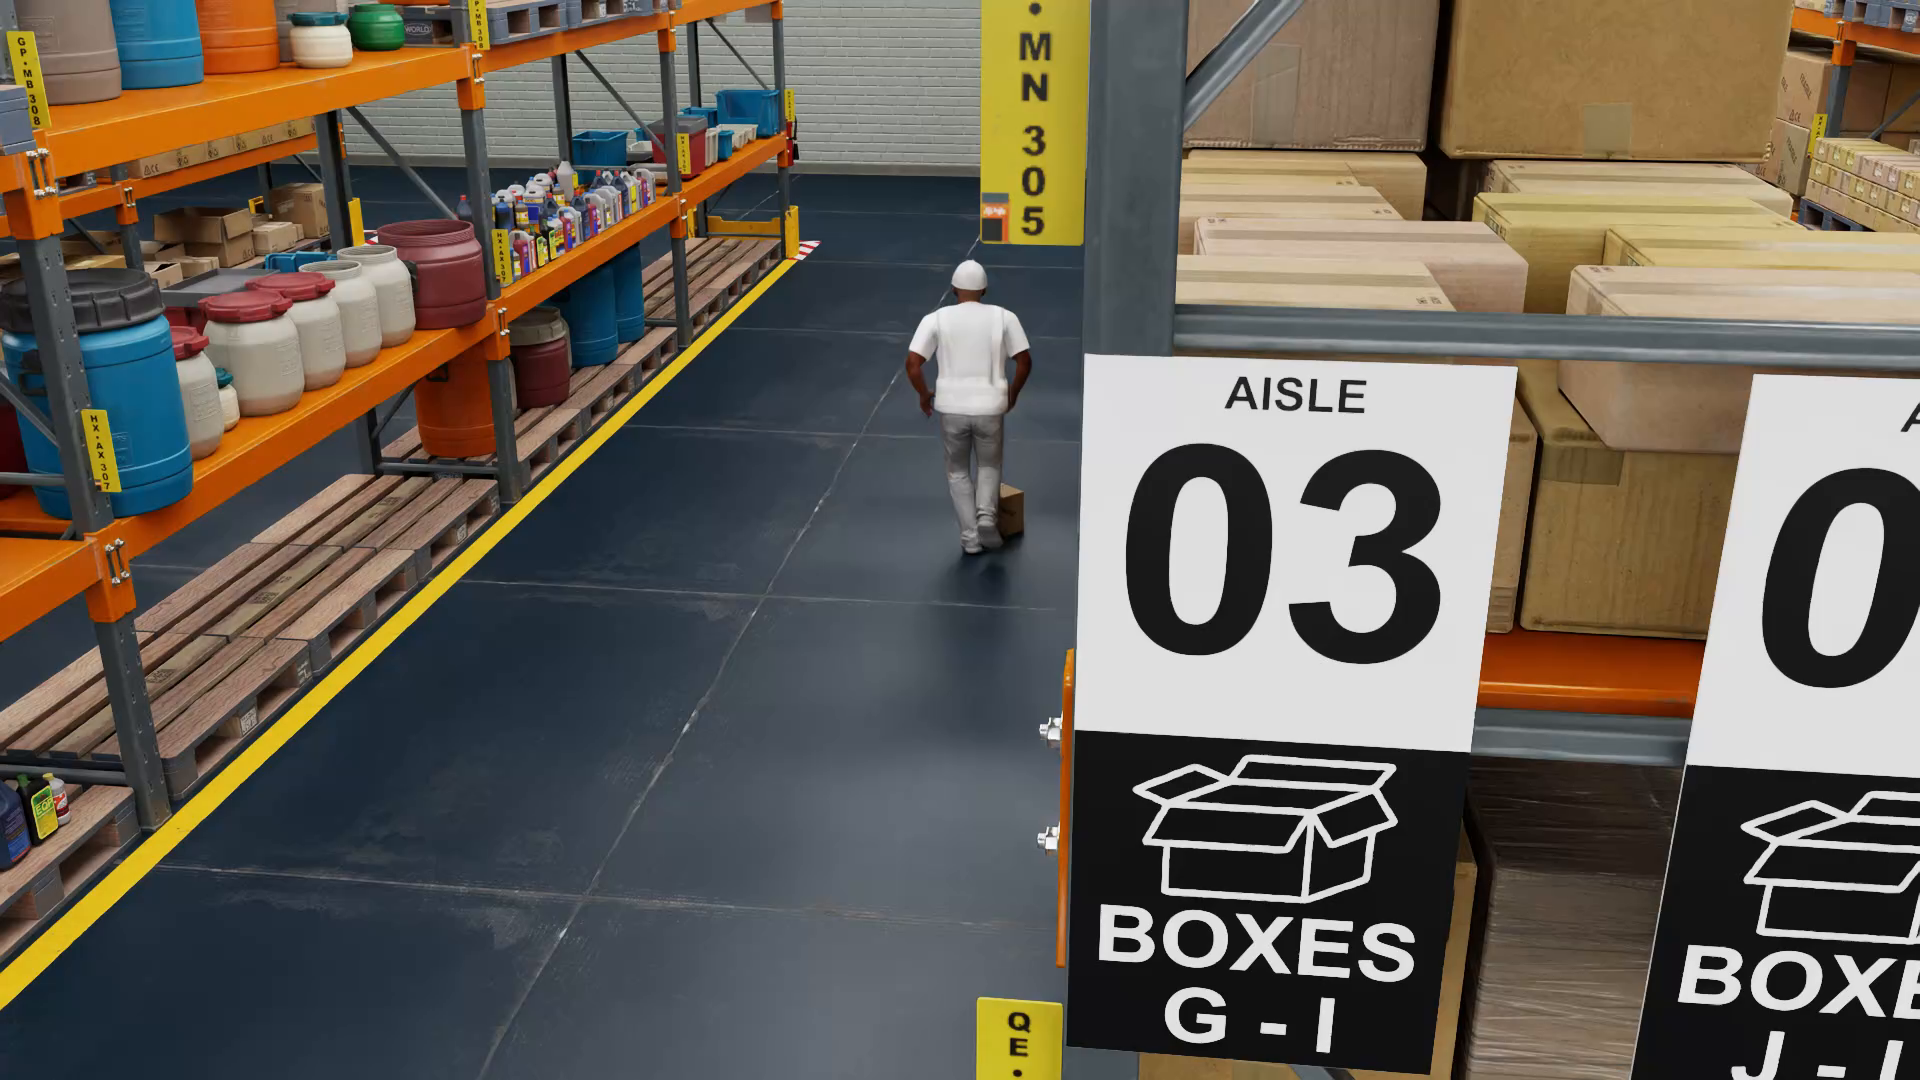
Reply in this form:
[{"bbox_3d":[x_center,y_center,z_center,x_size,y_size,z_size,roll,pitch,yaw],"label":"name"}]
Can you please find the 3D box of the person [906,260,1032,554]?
[{"bbox_3d":[0.052,-0.748,9.641,0.727,1.666,0.767,0,21,-1],"label":"person"}]
